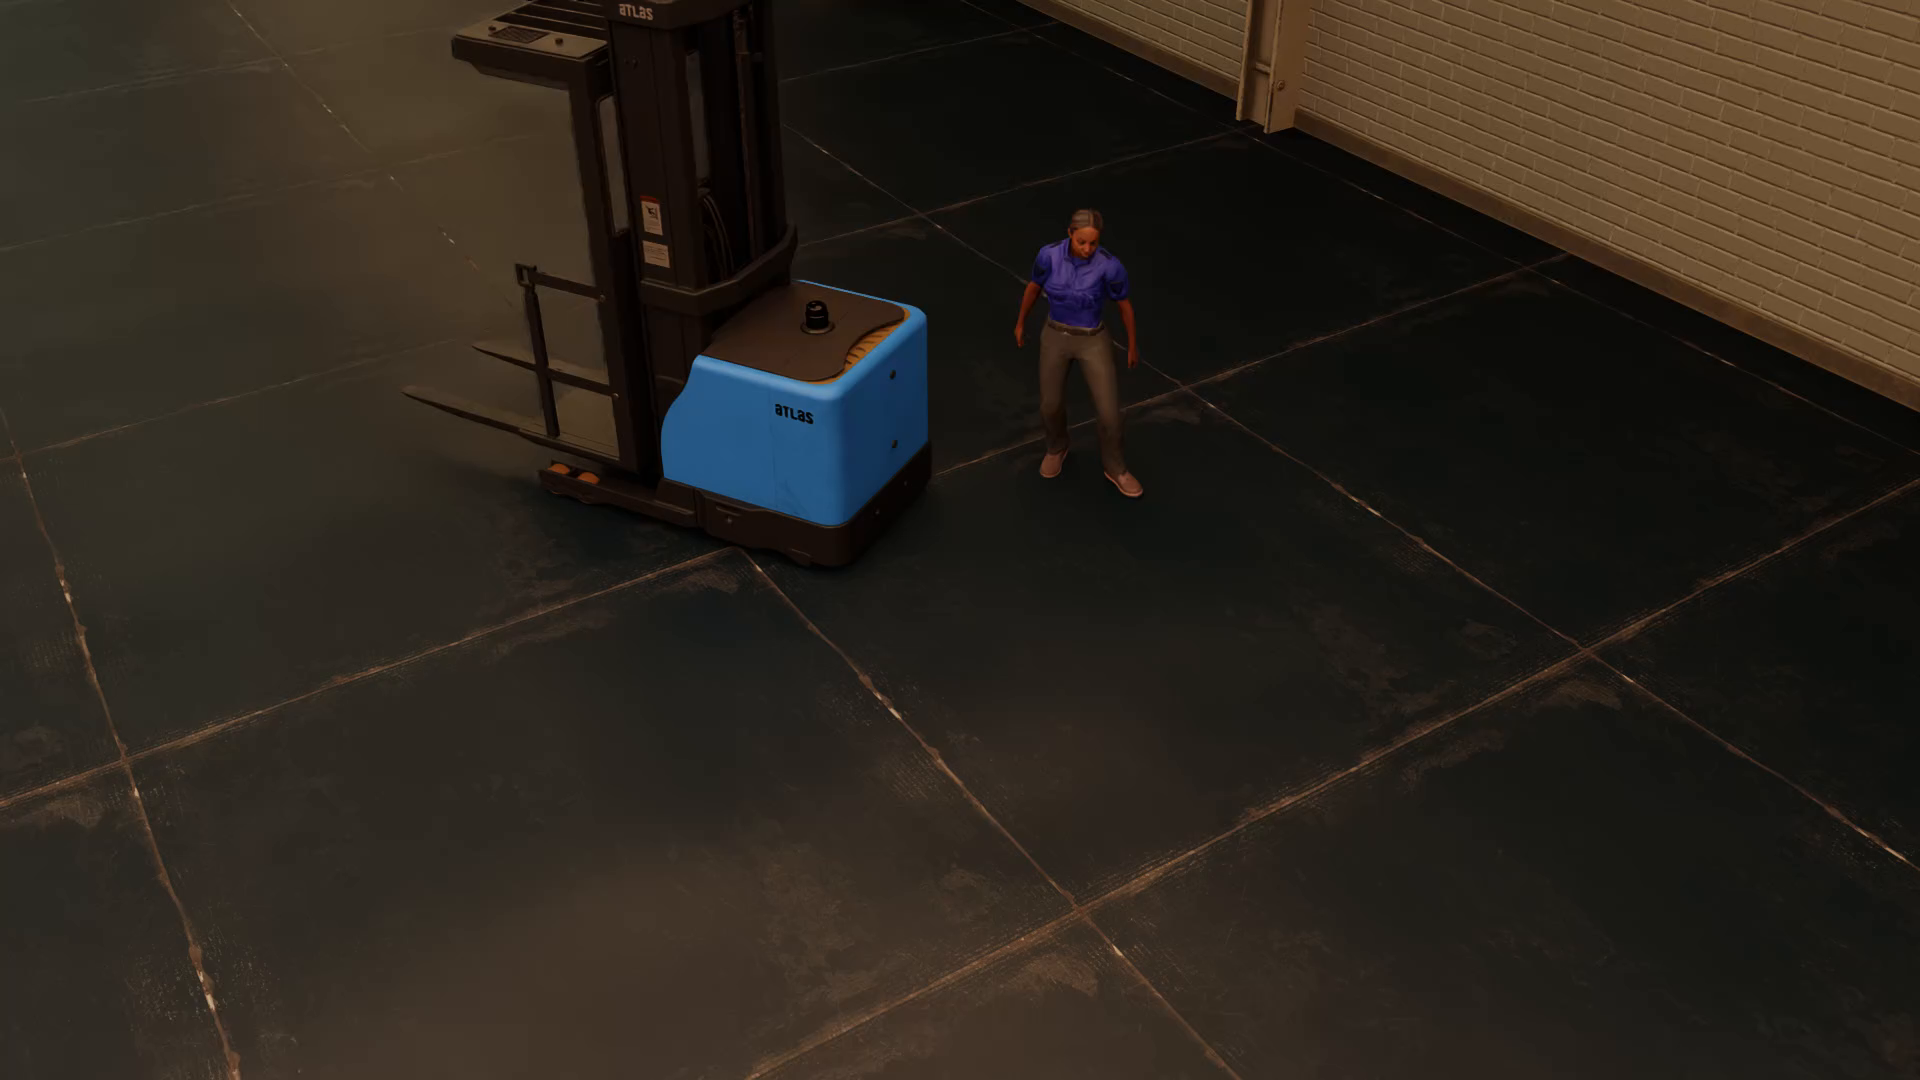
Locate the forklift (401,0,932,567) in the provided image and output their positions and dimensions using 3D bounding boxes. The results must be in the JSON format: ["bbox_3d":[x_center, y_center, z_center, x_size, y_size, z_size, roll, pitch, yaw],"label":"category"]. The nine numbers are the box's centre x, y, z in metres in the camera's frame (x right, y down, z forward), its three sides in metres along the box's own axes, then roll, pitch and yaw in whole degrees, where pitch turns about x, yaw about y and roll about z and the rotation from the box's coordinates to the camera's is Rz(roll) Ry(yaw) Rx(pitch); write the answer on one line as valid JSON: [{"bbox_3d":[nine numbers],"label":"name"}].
[{"bbox_3d":[-1.705,-1.647,8.492,3.031,2.935,1.130,16,38,22],"label":"forklift"}]

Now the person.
[{"bbox_3d":[0.648,-1.026,8.765,0.801,1.628,0.391,11,37,15],"label":"person"}]
